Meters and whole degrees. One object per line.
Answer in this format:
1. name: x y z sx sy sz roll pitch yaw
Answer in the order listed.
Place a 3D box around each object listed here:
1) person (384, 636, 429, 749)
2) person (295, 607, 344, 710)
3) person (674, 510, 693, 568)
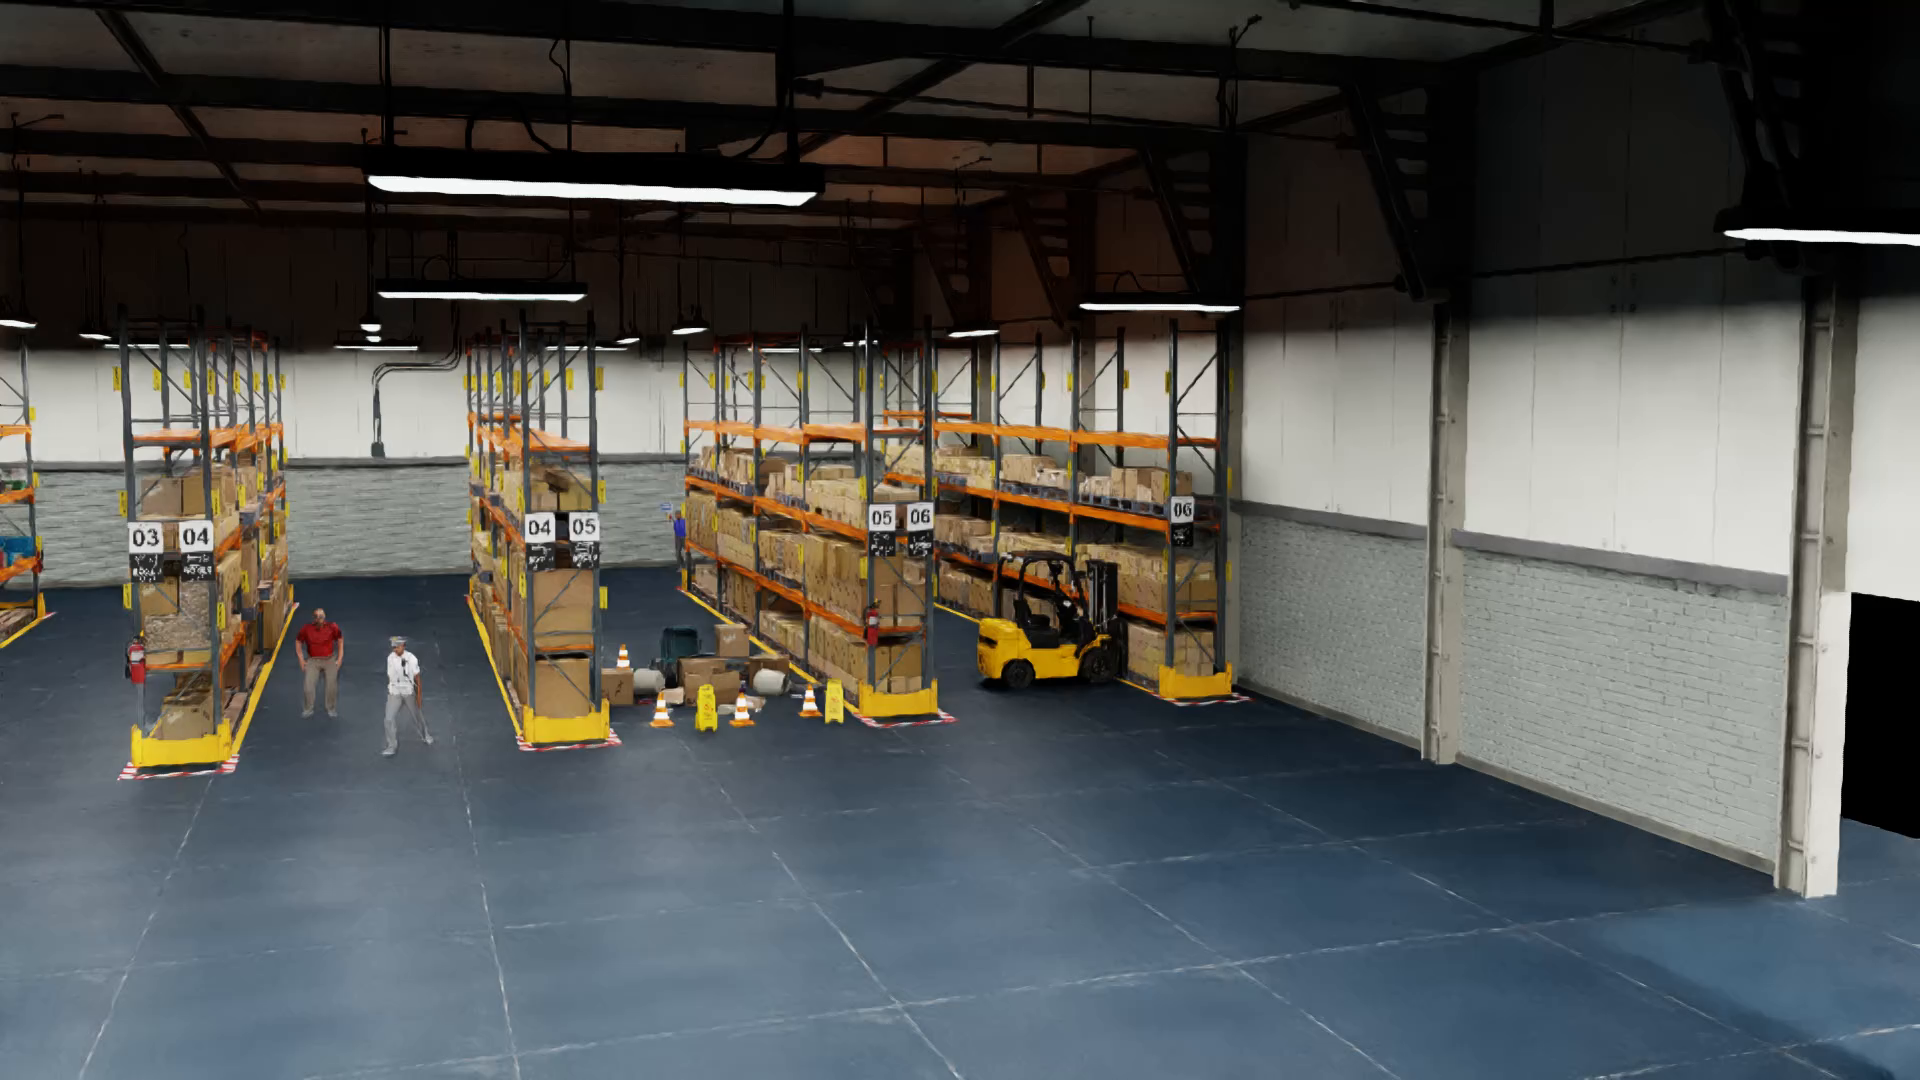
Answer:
1. person: -7.517 2.025 22.611 0.446 1.552 0.773 0 5 2
2. person: -9.549 1.781 24.813 0.682 1.594 0.521 -2 6 -21
3. person: -7.333 -0.025 44.118 0.476 1.565 0.510 2 6 18
